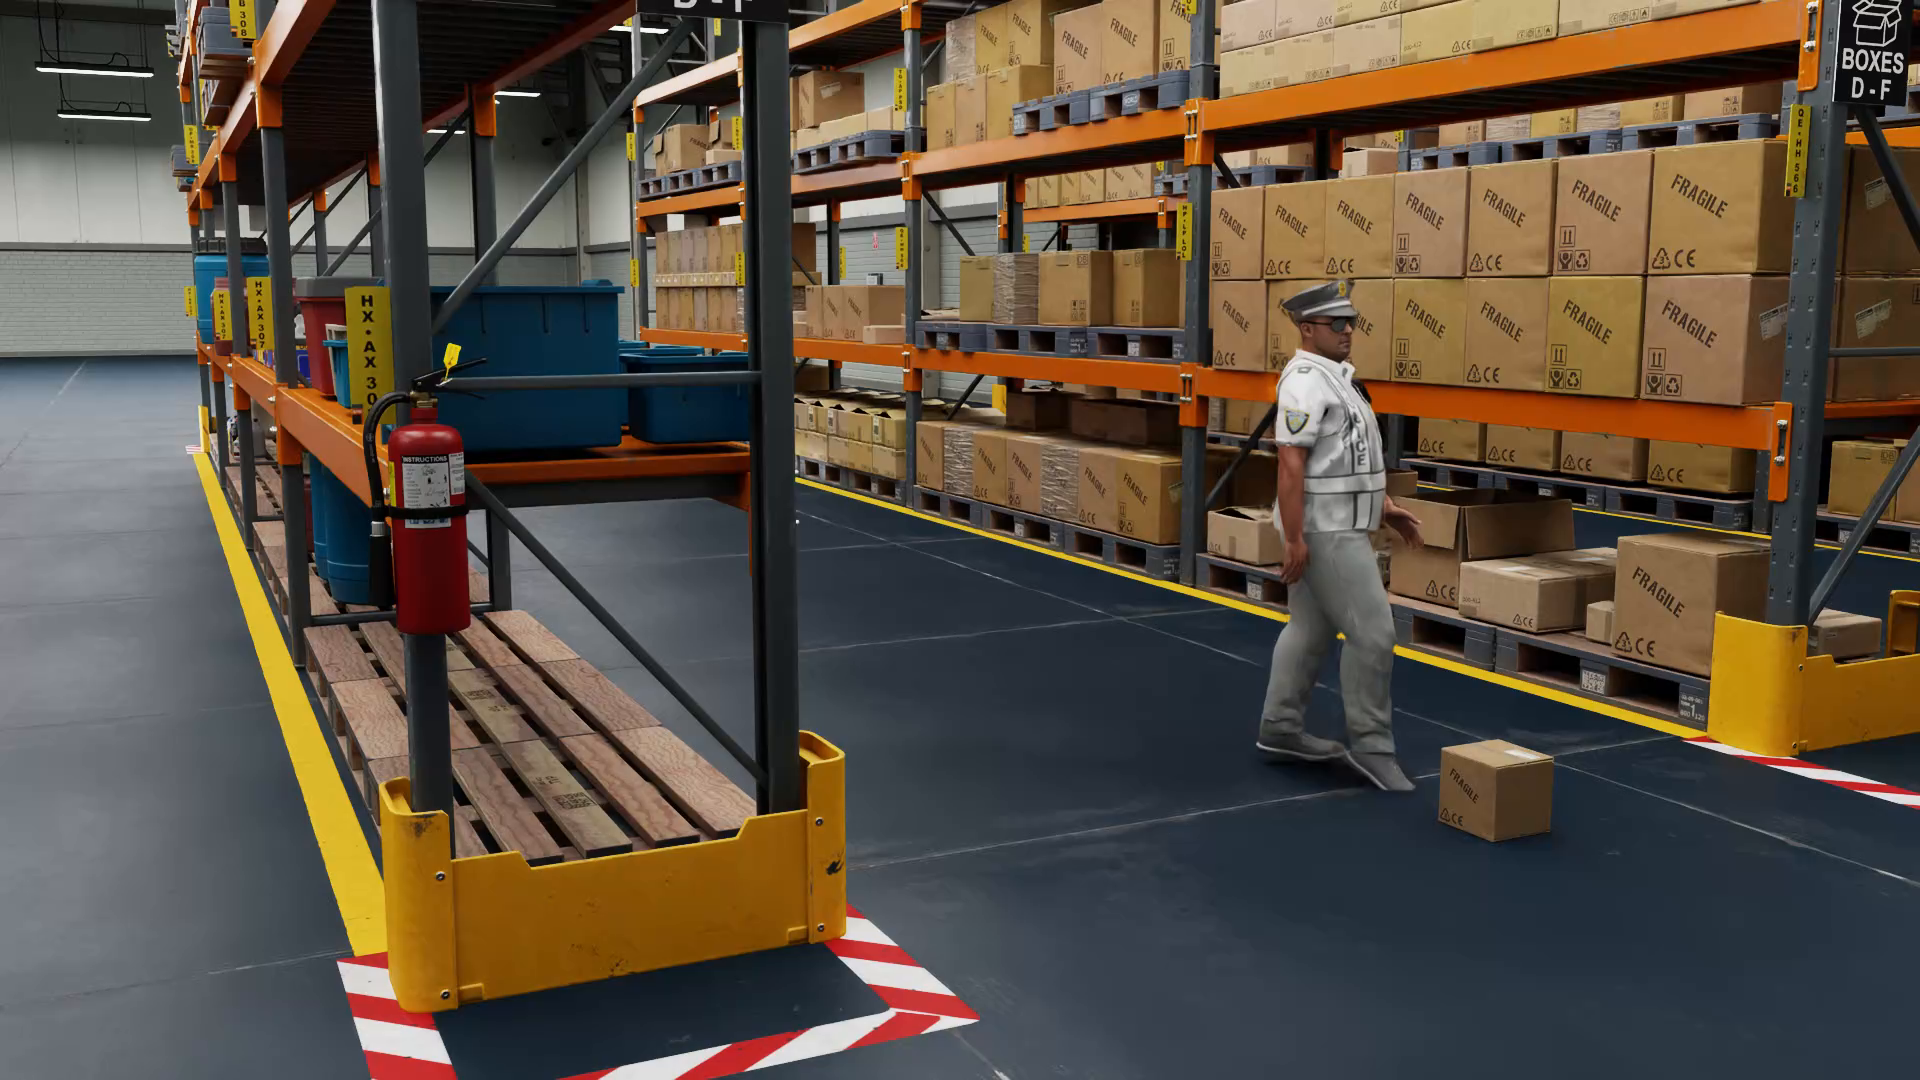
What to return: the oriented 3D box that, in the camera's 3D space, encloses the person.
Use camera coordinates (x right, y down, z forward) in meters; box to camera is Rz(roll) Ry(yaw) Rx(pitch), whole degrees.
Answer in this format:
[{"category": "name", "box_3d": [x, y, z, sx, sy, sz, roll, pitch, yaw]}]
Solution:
[{"category": "person", "box_3d": [1.387, 0.002, 5.950, 0.616, 1.850, 0.555, 2, 9, 15]}]
